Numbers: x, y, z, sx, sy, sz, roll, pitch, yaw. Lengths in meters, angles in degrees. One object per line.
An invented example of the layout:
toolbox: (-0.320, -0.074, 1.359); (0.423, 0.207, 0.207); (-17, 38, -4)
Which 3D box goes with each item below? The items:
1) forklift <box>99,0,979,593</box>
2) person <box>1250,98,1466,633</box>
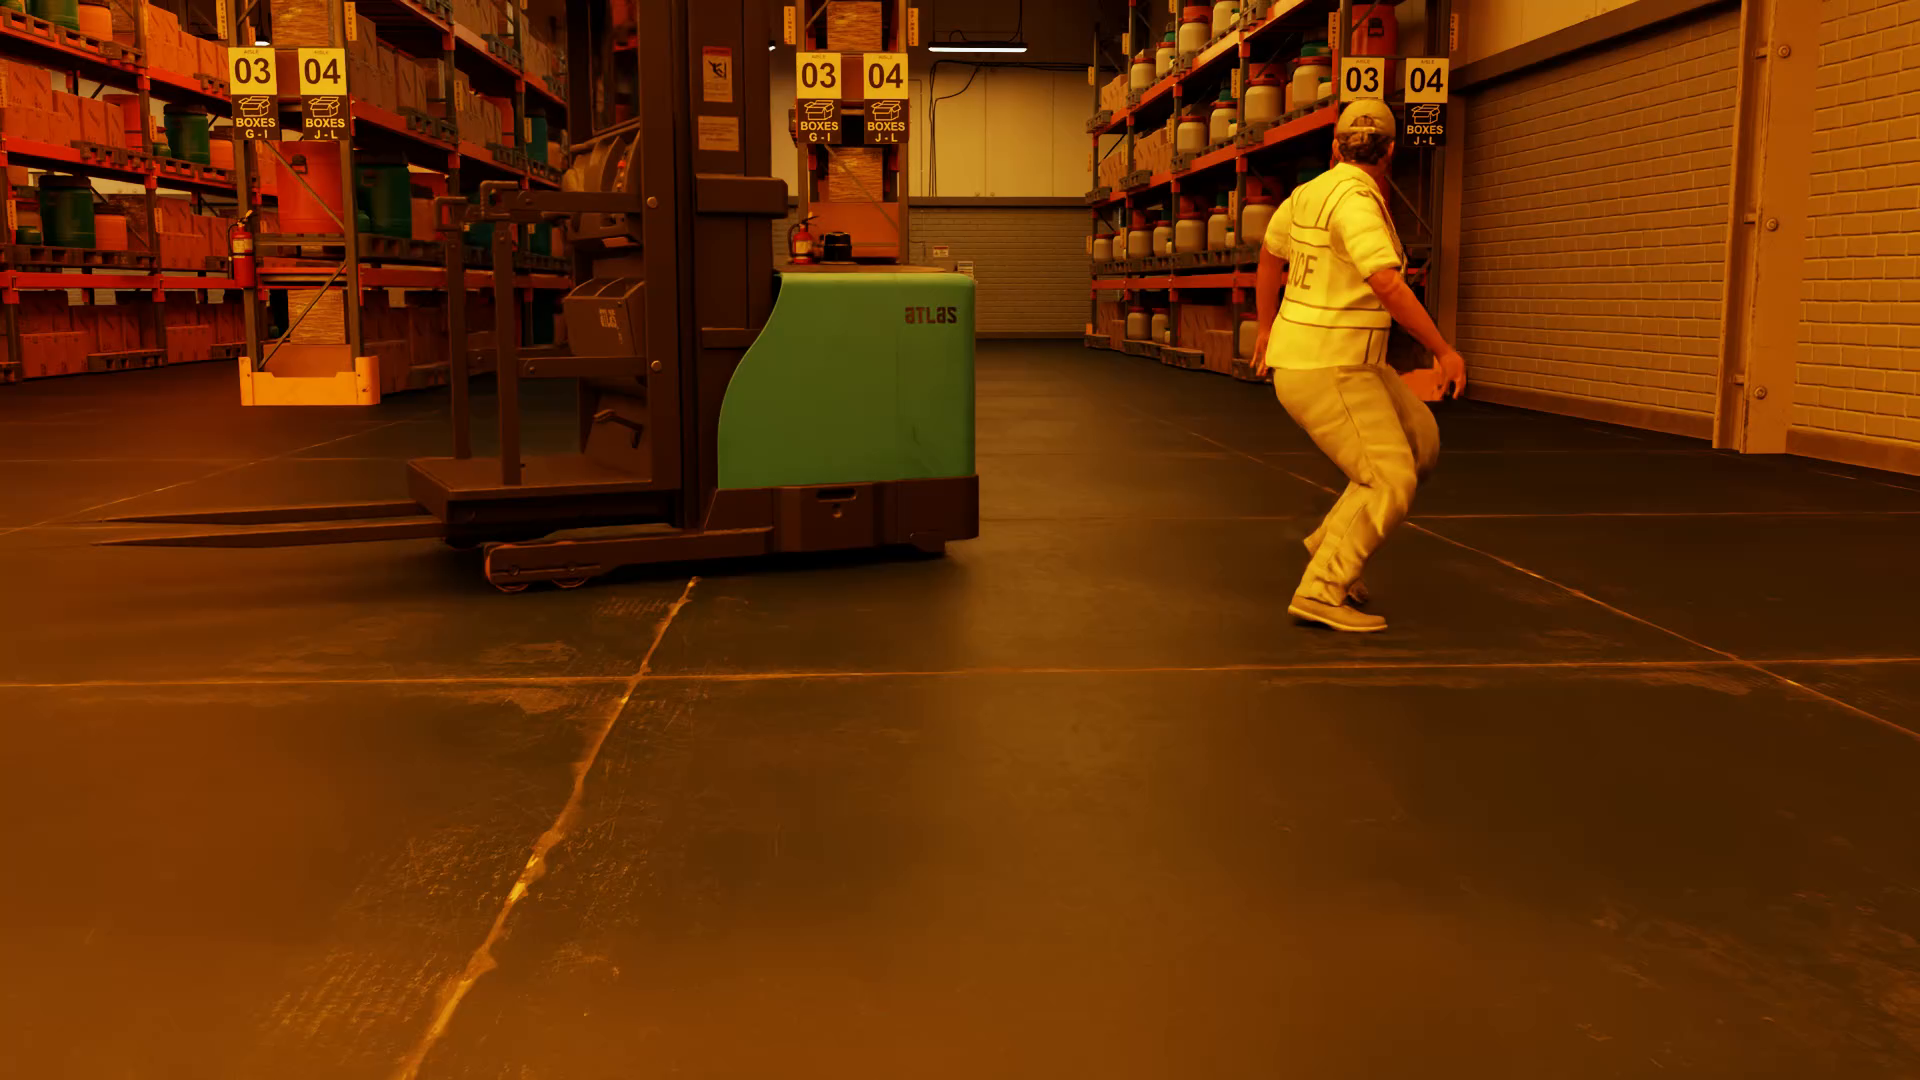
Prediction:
forklift: (-1.485, -1.360, 5.988); (3.031, 2.935, 1.130); (-4, 9, -25)
person: (1.196, -0.529, 5.060); (0.619, 1.583, 0.706); (1, 9, 10)
